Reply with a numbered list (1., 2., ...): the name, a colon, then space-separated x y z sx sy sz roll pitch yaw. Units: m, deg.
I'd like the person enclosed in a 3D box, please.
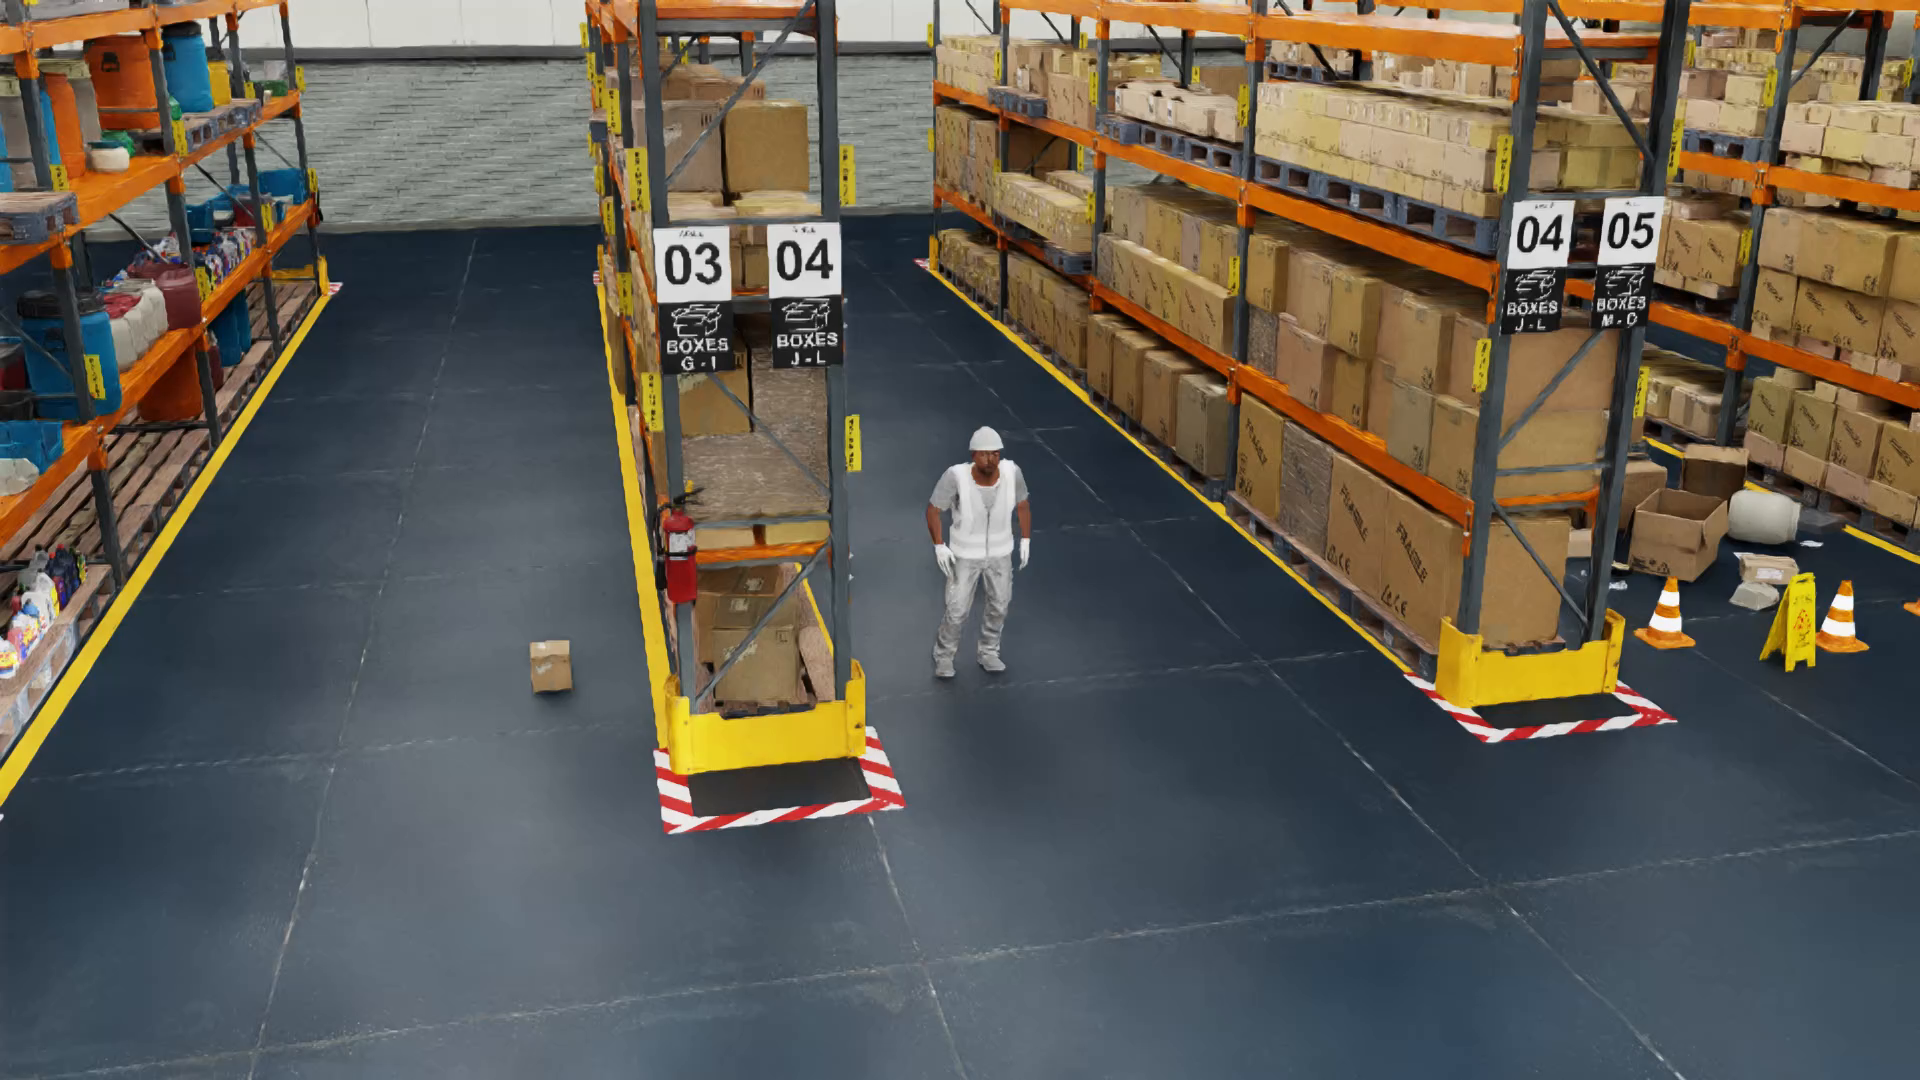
1. person: 0.131 0.082 10.861 0.698 1.744 0.521 -5 20 -14
